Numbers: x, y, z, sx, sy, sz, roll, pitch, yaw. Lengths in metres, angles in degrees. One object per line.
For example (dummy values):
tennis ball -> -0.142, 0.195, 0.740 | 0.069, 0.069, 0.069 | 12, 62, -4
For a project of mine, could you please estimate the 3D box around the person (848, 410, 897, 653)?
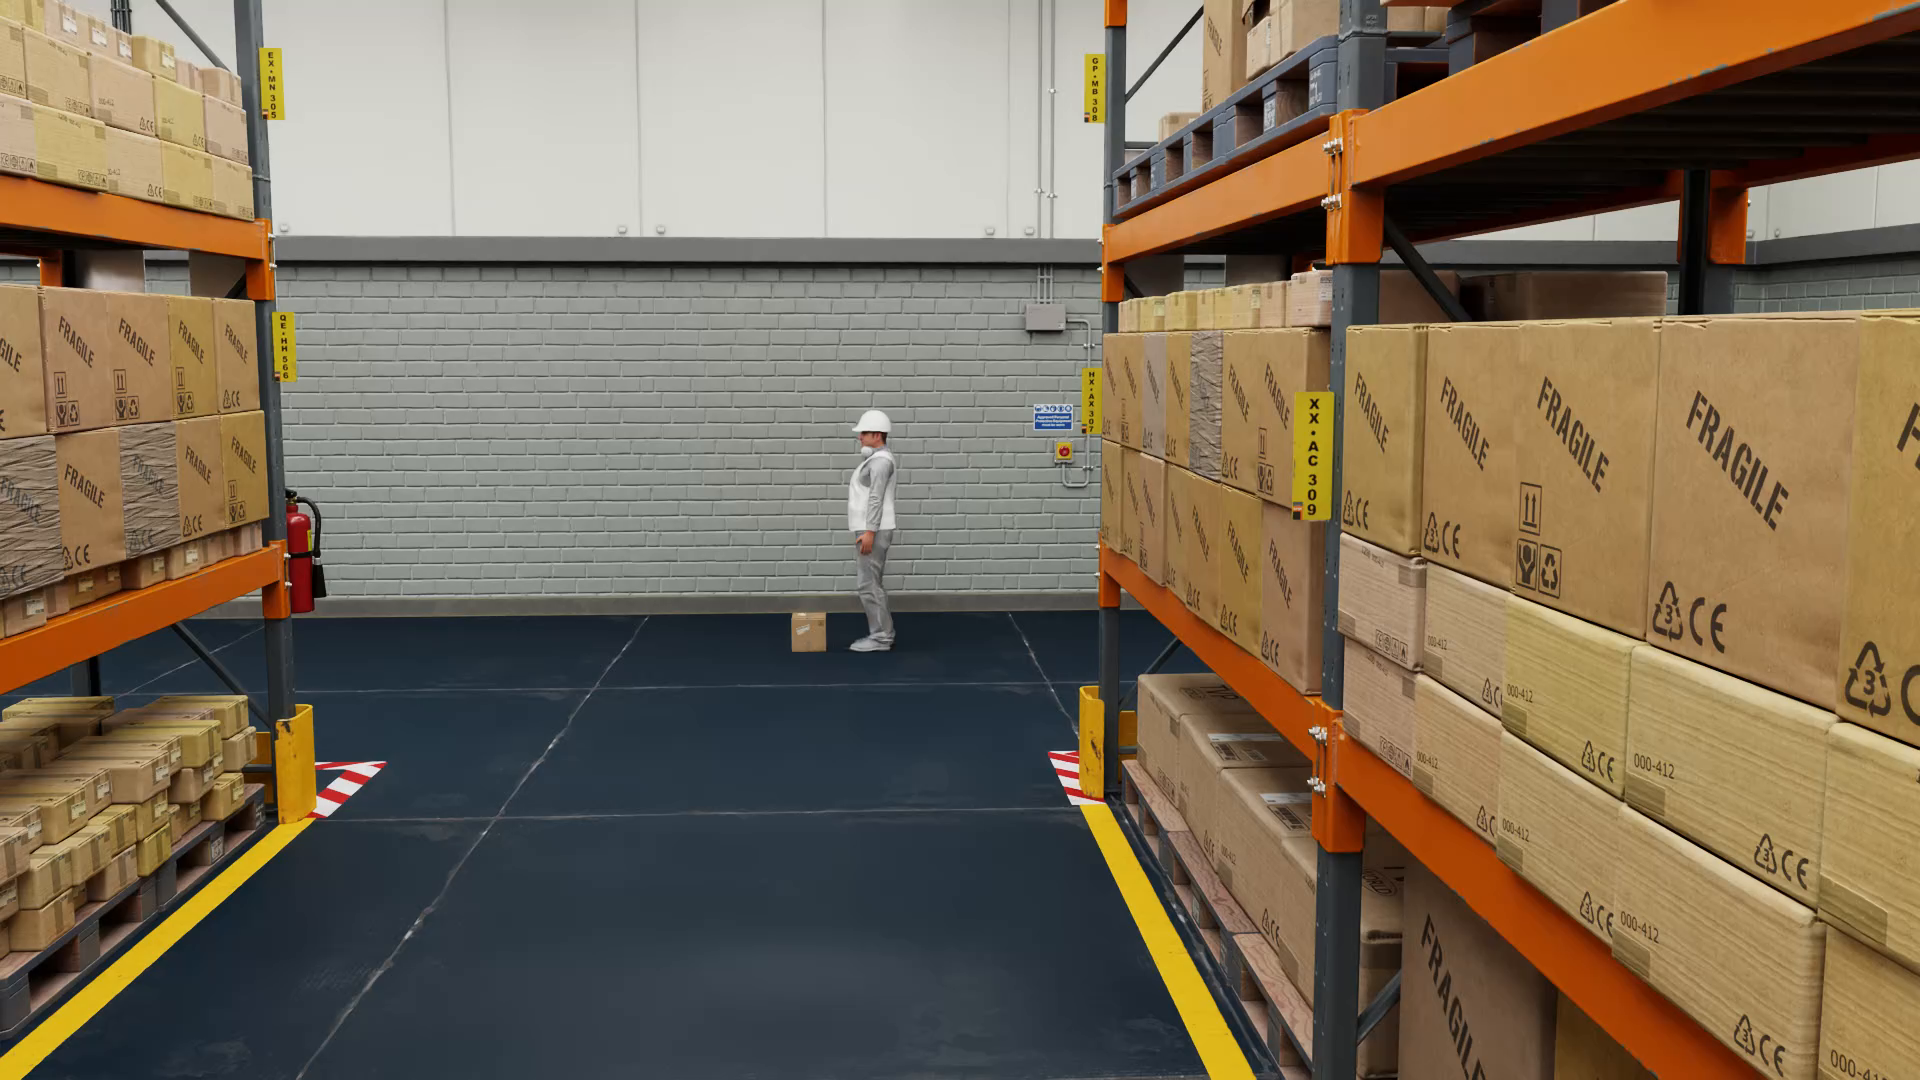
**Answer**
person -> -0.645, -0.063, 12.247 | 0.360, 1.779, 0.533 | 0, 7, -2
